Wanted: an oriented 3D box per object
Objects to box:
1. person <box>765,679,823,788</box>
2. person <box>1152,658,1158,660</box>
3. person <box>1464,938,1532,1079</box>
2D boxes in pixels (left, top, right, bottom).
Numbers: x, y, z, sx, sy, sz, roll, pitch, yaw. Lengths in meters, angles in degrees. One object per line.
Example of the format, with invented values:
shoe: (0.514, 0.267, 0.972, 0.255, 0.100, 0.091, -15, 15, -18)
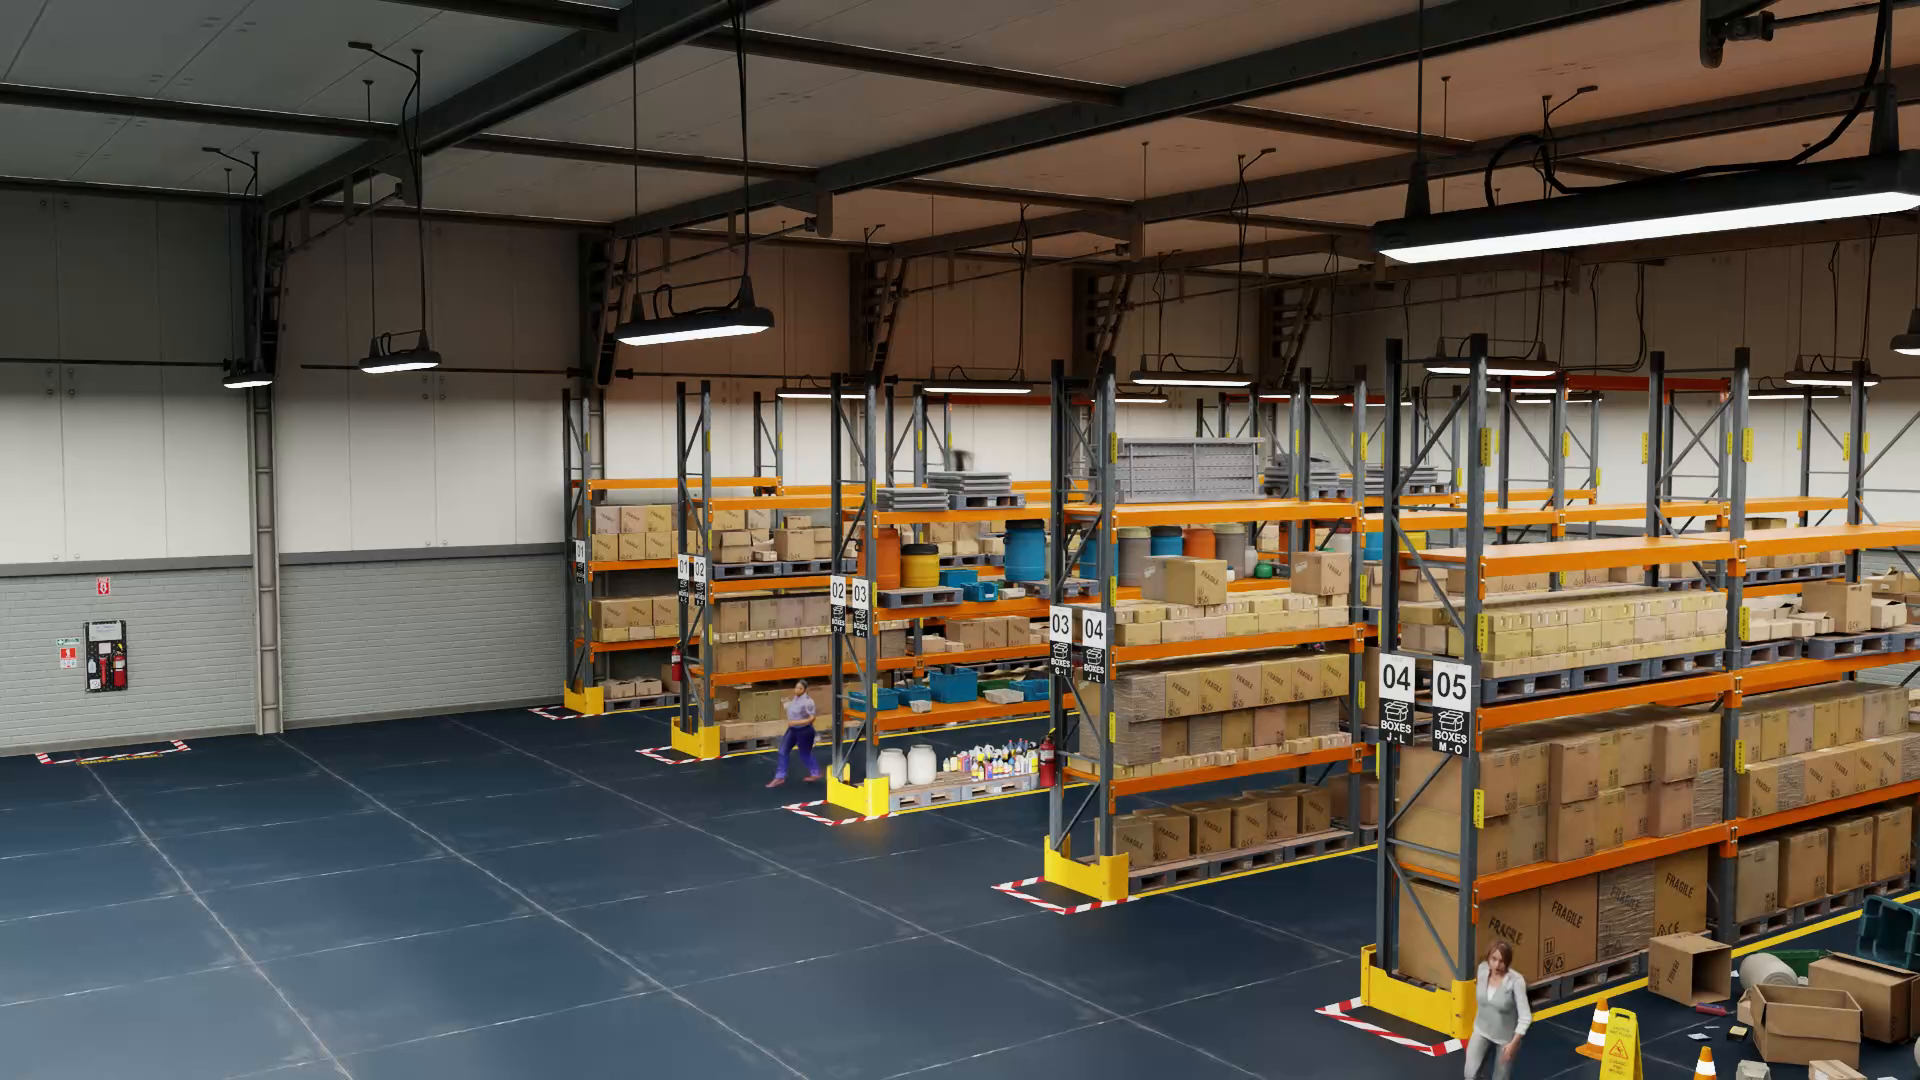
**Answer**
person: (-2.304, 2.816, 24.193, 0.825, 1.599, 0.766, -3, 5, -42)
person: (3.062, 2.507, 28.103, 0.811, 1.753, 0.631, -2, 4, -23)
person: (3.910, 3.619, 12.076, 0.520, 1.538, 0.692, 3, 4, 35)
